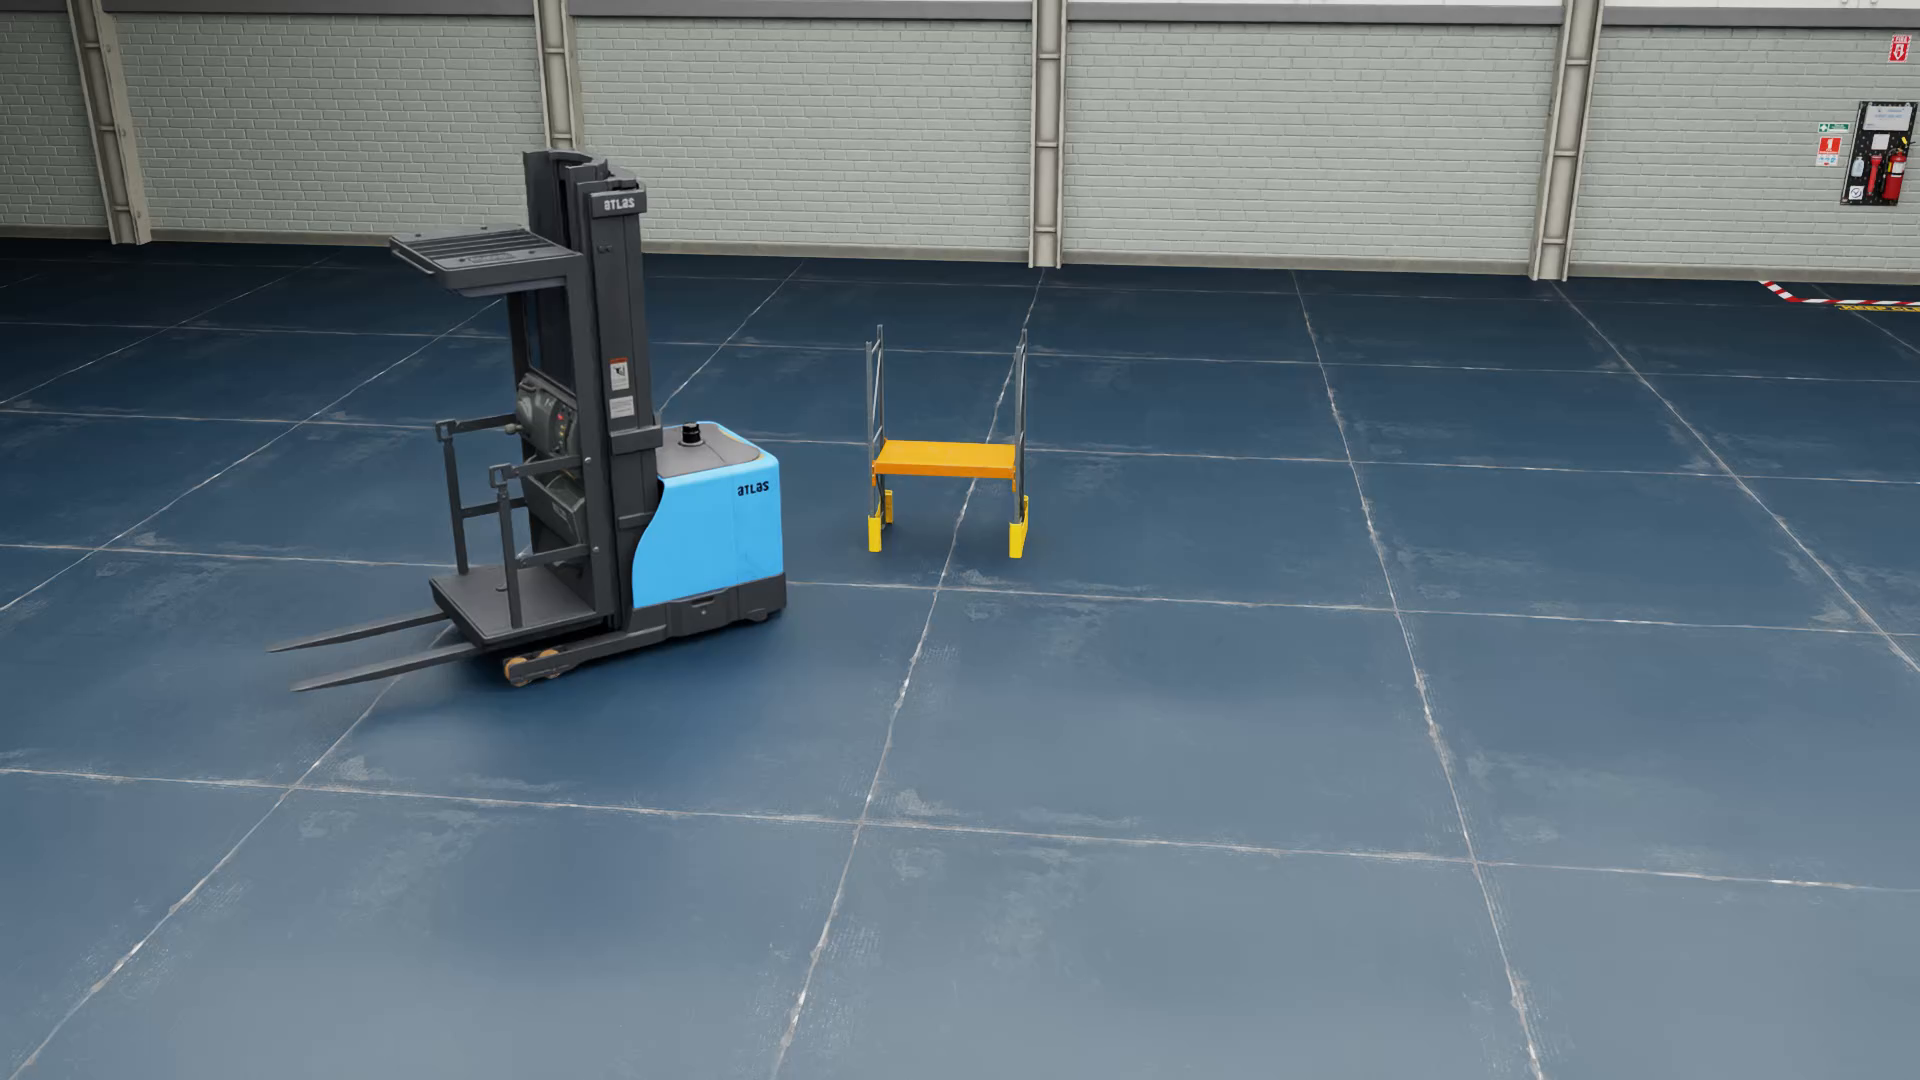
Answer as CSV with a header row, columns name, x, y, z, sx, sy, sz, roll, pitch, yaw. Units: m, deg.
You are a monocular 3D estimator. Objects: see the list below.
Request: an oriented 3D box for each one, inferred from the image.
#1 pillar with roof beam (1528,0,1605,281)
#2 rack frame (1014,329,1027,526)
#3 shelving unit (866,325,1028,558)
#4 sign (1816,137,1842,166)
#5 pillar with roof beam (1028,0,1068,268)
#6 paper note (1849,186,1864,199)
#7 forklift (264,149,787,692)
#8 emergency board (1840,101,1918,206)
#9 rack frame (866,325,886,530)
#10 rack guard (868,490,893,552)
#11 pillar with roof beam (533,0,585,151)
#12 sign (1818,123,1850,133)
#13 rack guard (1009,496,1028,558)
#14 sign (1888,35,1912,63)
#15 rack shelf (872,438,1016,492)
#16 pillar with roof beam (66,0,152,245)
name,x,y,z,sx,sy,sz,roll,pitch,yaw
pillar with roof beam,6.504,-5.745,14.231,0.400,9.000,9.100,2,22,6
rack frame,0.420,-0.679,11.618,0.032,1.500,0.500,2,22,6
shelving unit,-0.076,-0.701,11.672,1.083,1.500,0.587,2,22,6
sign,9.983,-4.466,19.108,0.234,0.329,0.001,2,22,6
pillar with roof beam,0.546,-6.004,14.888,0.400,9.000,9.100,2,22,6
paper note,10.352,-4.011,19.204,0.142,0.148,0.016,2,22,6
forklift,-2.626,-0.725,9.788,3.031,2.935,1.130,-14,25,-31
emergency board,10.520,-4.388,18.959,0.643,1.169,0.194,2,22,6
rack frame,-0.590,-0.723,11.729,0.032,1.500,0.500,2,22,6
rack guard,-0.570,-0.141,11.957,0.087,0.250,0.587,2,22,6
pillar with roof beam,-5.412,-6.264,15.545,0.400,9.000,9.100,2,22,6
sign,9.986,-4.709,19.002,0.331,0.109,0.001,2,22,6
rack guard,0.419,-0.098,11.848,0.087,0.250,0.587,2,22,6
sign,10.524,-5.503,18.626,0.199,0.298,0.001,2,22,6
rack shelf,-0.085,-0.534,11.740,1.000,0.185,0.538,2,22,6
pillar with roof beam,-11.370,-6.524,16.201,0.400,9.000,9.100,2,22,6
